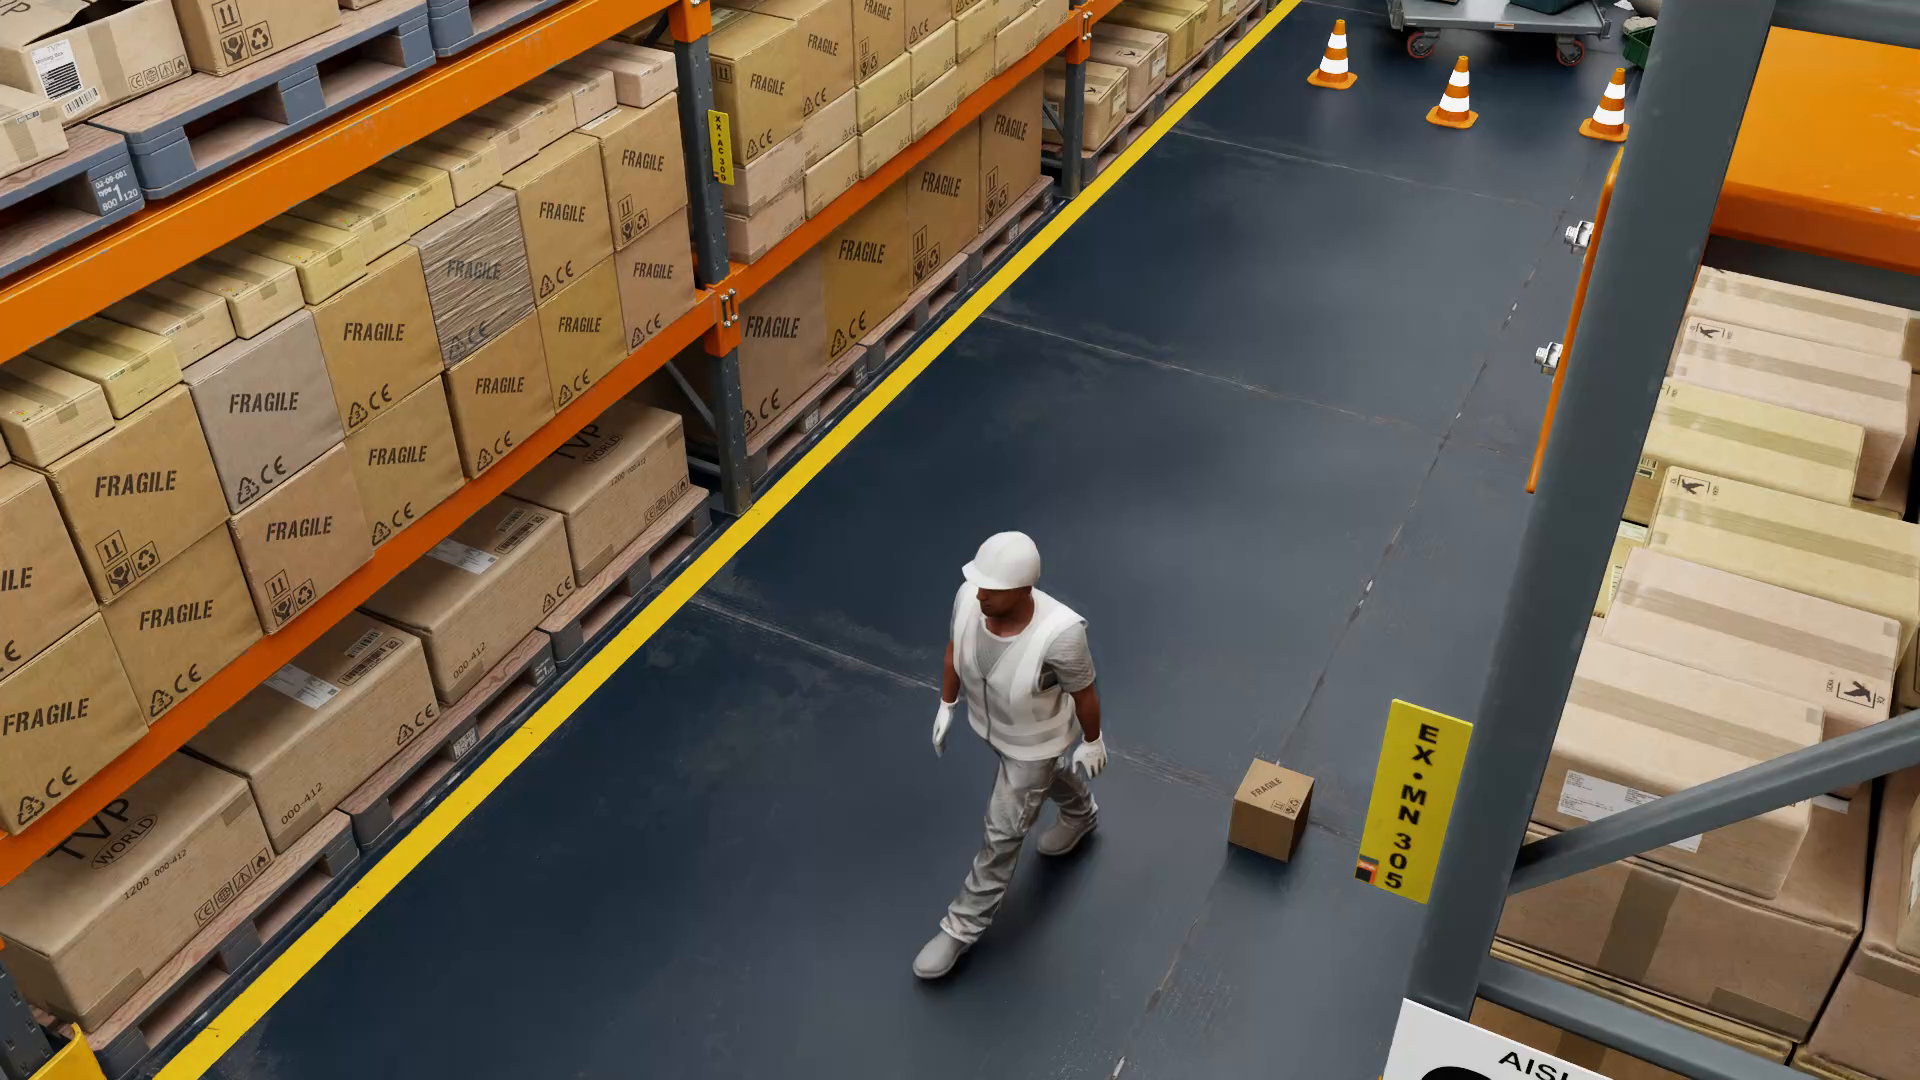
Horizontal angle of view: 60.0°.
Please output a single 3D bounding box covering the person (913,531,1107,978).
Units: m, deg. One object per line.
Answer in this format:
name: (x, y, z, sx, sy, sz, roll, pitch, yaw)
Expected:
person: (0.153, 0.669, 5.861, 1.056, 1.717, 0.575, -28, 45, -31)
